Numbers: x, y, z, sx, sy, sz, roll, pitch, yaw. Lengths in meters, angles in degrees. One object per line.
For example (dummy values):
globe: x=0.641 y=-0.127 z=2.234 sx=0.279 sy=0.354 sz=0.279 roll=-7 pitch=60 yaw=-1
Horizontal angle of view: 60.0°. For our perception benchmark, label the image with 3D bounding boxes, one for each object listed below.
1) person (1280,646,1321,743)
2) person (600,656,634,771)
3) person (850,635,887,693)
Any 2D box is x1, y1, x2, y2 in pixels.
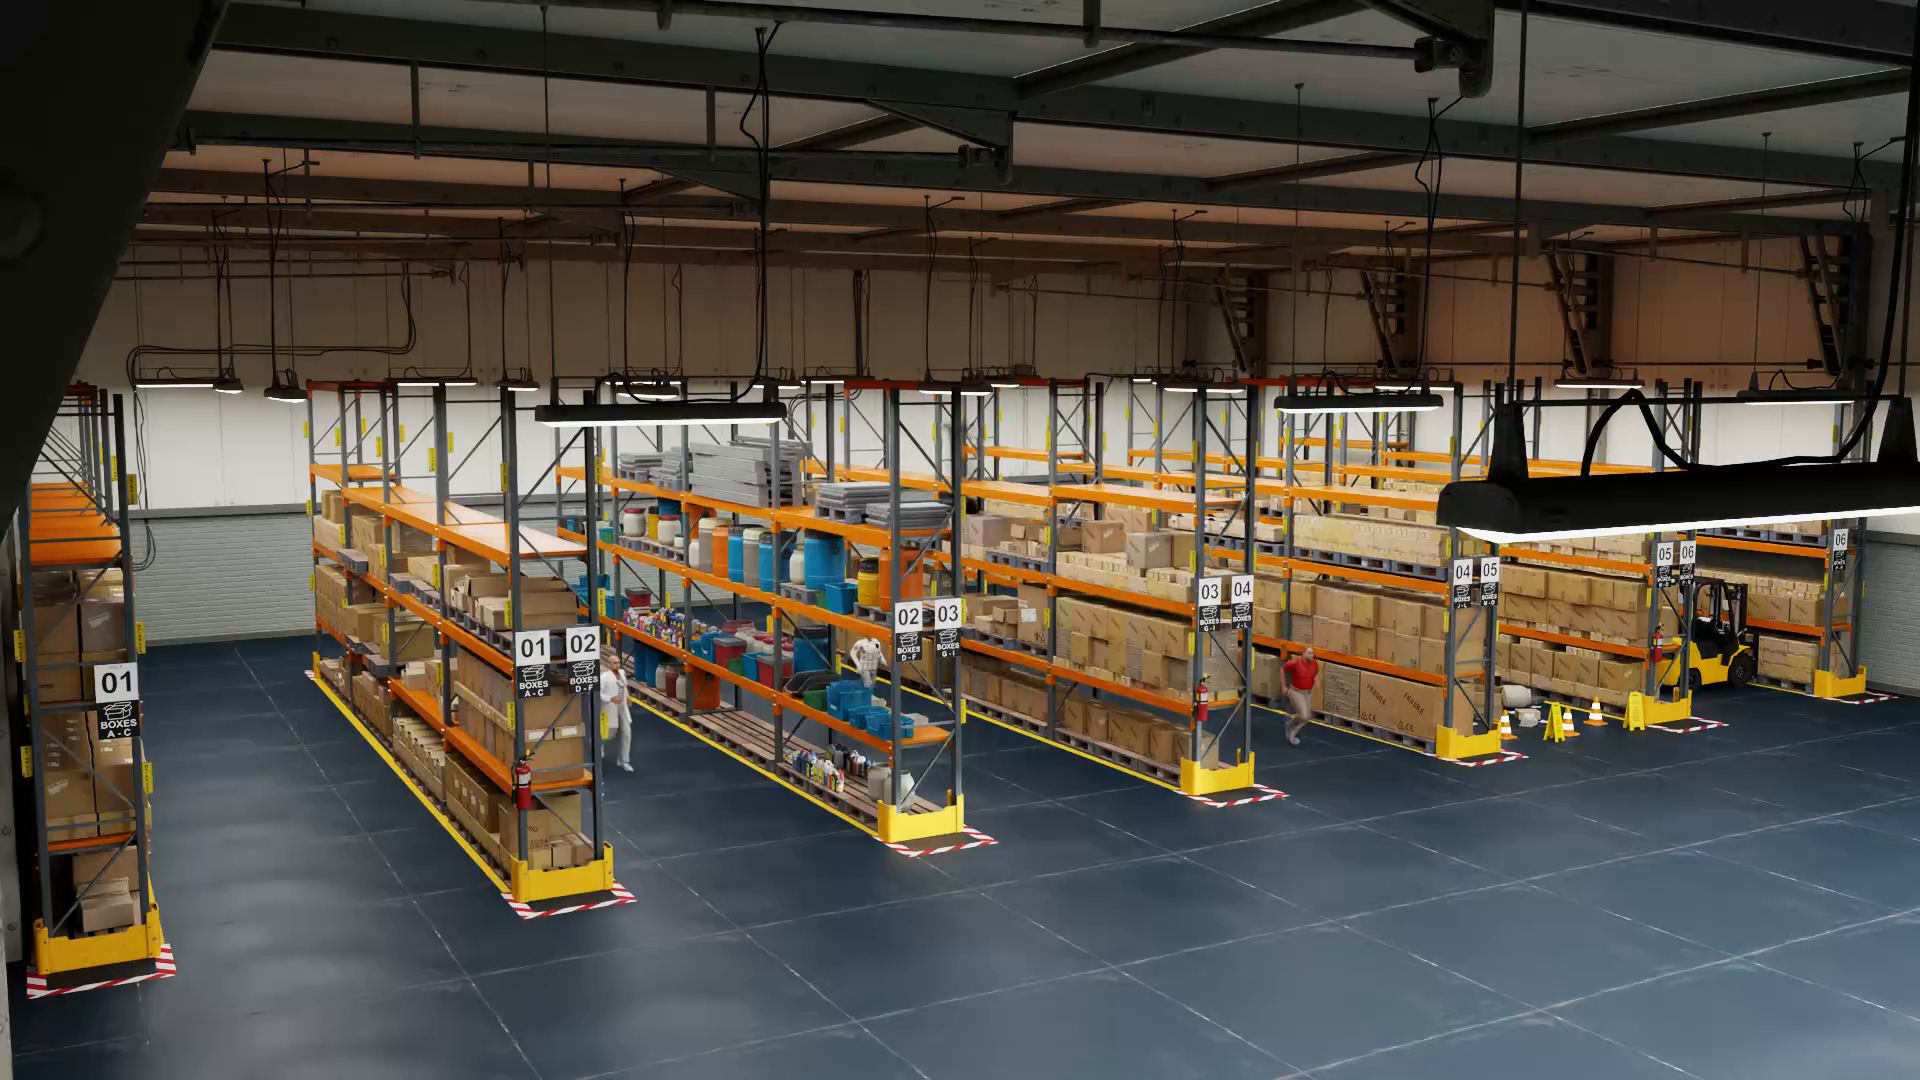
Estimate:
person: x=5.680 y=2.566 z=27.541 sx=0.628 sy=1.661 sz=0.706 roll=-4 pitch=7 yaw=-33
person: x=-5.448 y=2.701 z=26.112 sx=0.968 sy=1.805 sz=0.717 roll=6 pitch=8 yaw=44
person: x=-1.689 y=2.330 z=29.983 sx=0.600 sy=1.673 sz=0.820 roll=-4 pitch=7 yaw=-35
